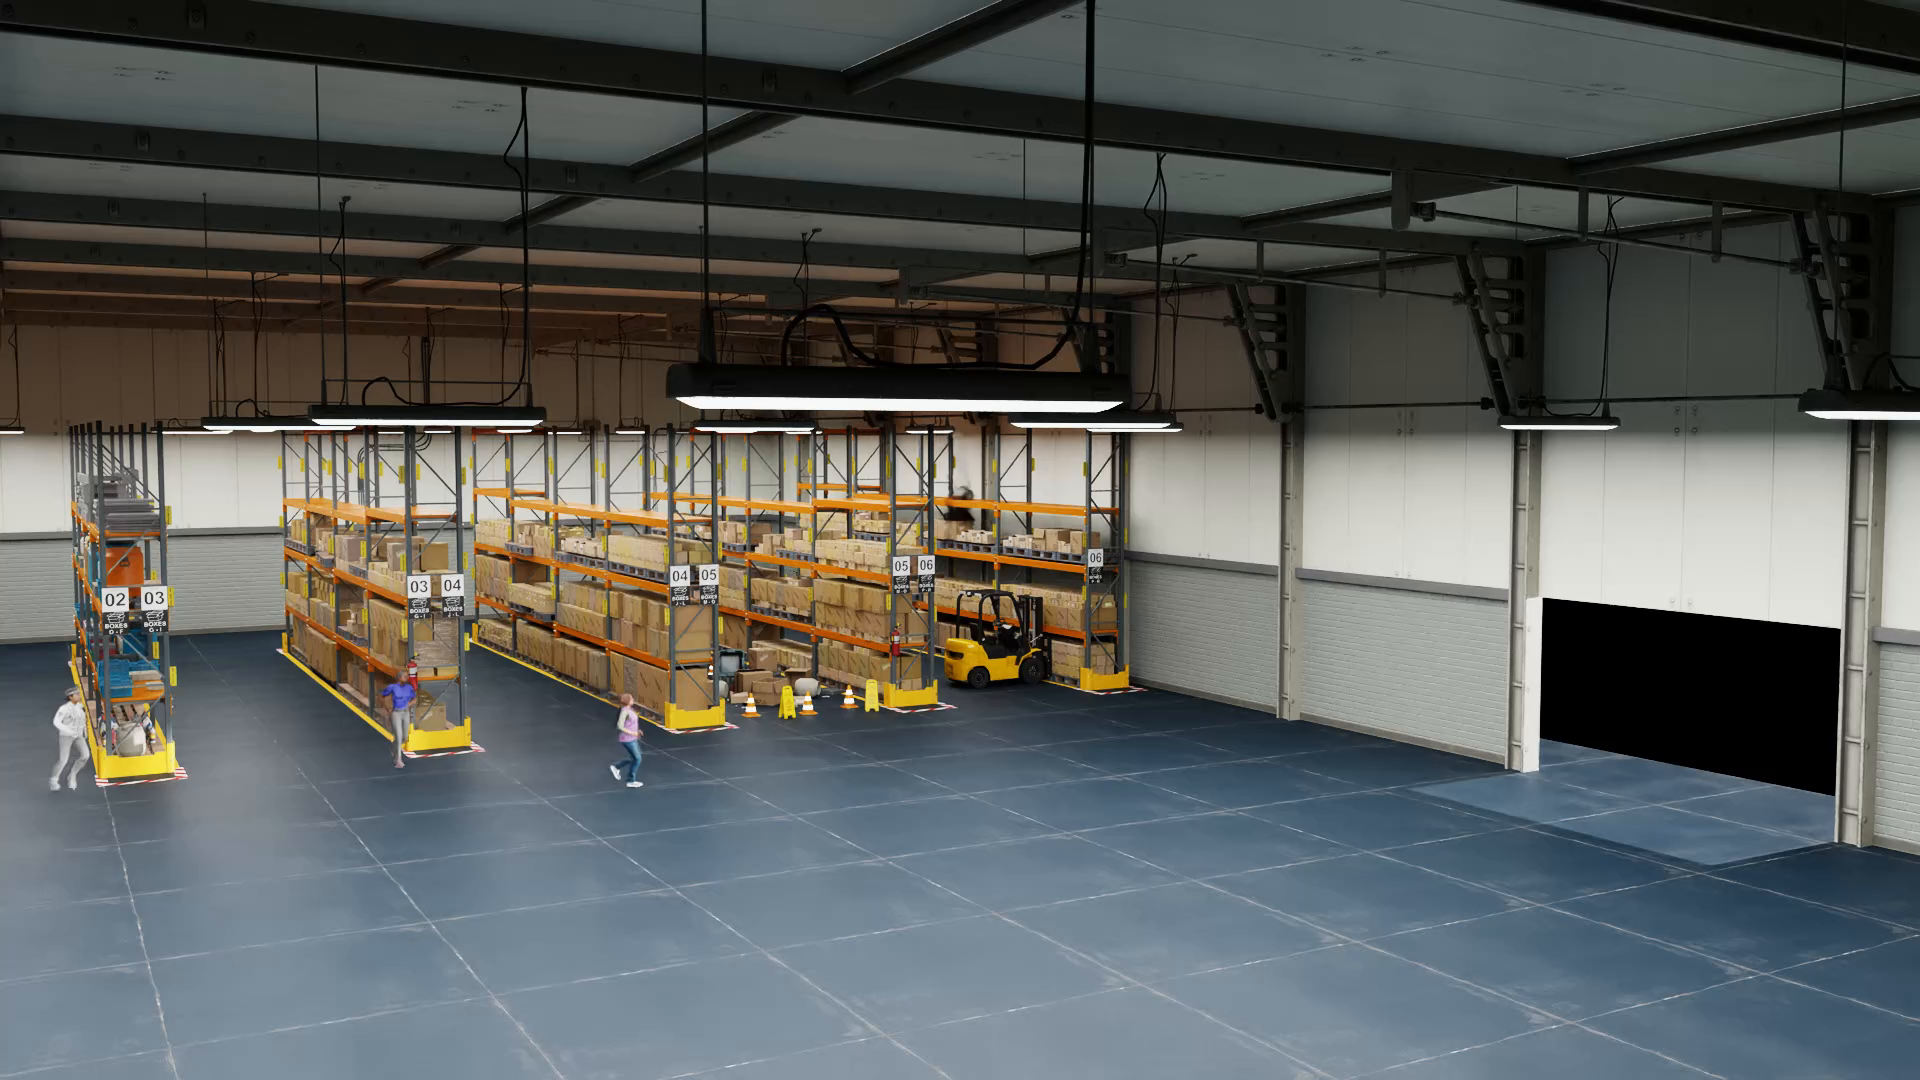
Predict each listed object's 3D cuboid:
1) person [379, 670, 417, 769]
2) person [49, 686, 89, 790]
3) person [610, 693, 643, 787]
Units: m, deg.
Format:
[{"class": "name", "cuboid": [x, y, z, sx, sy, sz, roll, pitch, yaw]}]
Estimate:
[{"class": "person", "cuboid": [-9.802, 3.103, 29.173, 0.920, 1.646, 0.602, 3, 5, 41]}, {"class": "person", "cuboid": [-14.483, 3.220, 27.161, 0.618, 1.662, 0.673, 2, 4, 24]}, {"class": "person", "cuboid": [-5.460, 3.266, 27.185, 0.567, 1.548, 0.535, 0, 4, 2]}]
